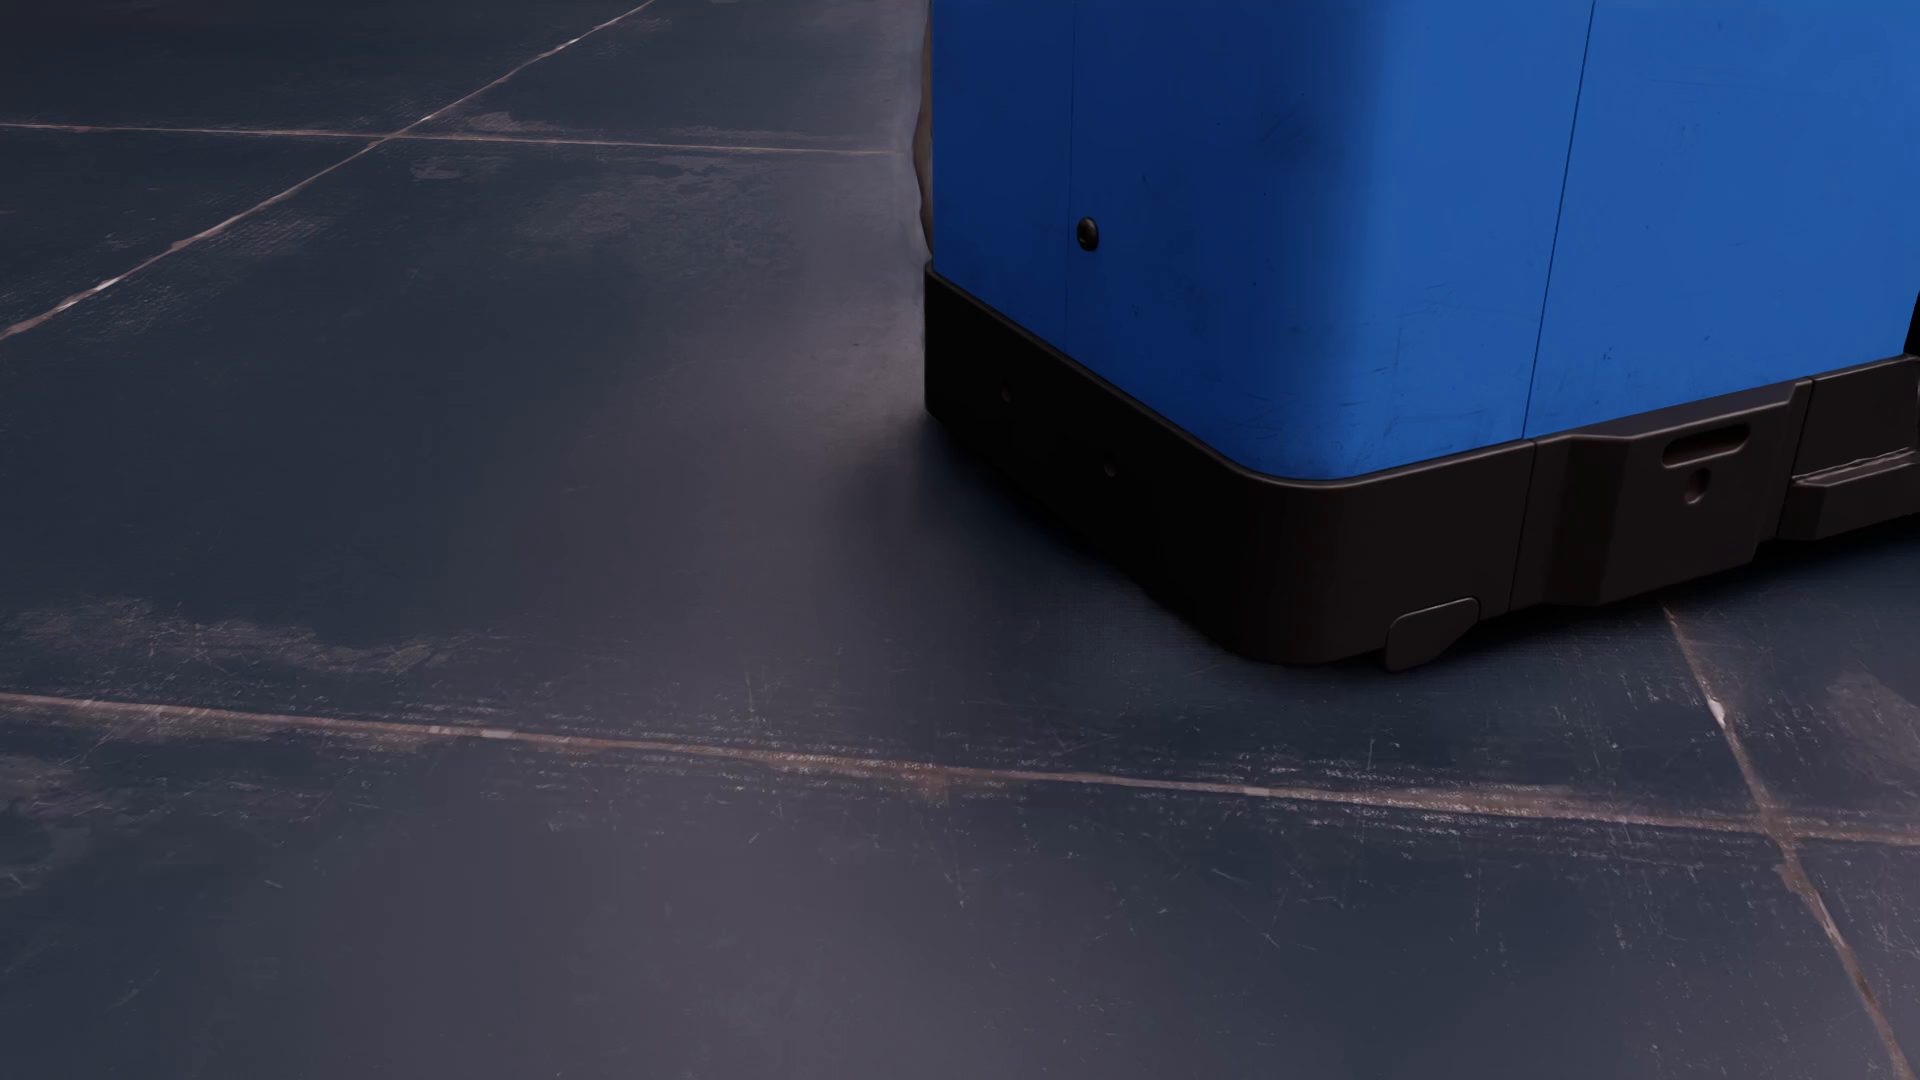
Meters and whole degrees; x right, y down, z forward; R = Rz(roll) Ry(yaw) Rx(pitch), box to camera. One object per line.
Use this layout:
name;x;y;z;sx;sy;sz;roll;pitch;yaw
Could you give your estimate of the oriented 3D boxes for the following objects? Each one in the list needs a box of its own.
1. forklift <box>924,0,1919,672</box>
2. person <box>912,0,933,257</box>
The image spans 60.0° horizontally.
forklift;1.497;-1.584;2.392;3.031;2.935;1.130;-12;29;-23
person;0.218;-1.128;3.044;0.743;1.617;0.833;-8;28;-16
